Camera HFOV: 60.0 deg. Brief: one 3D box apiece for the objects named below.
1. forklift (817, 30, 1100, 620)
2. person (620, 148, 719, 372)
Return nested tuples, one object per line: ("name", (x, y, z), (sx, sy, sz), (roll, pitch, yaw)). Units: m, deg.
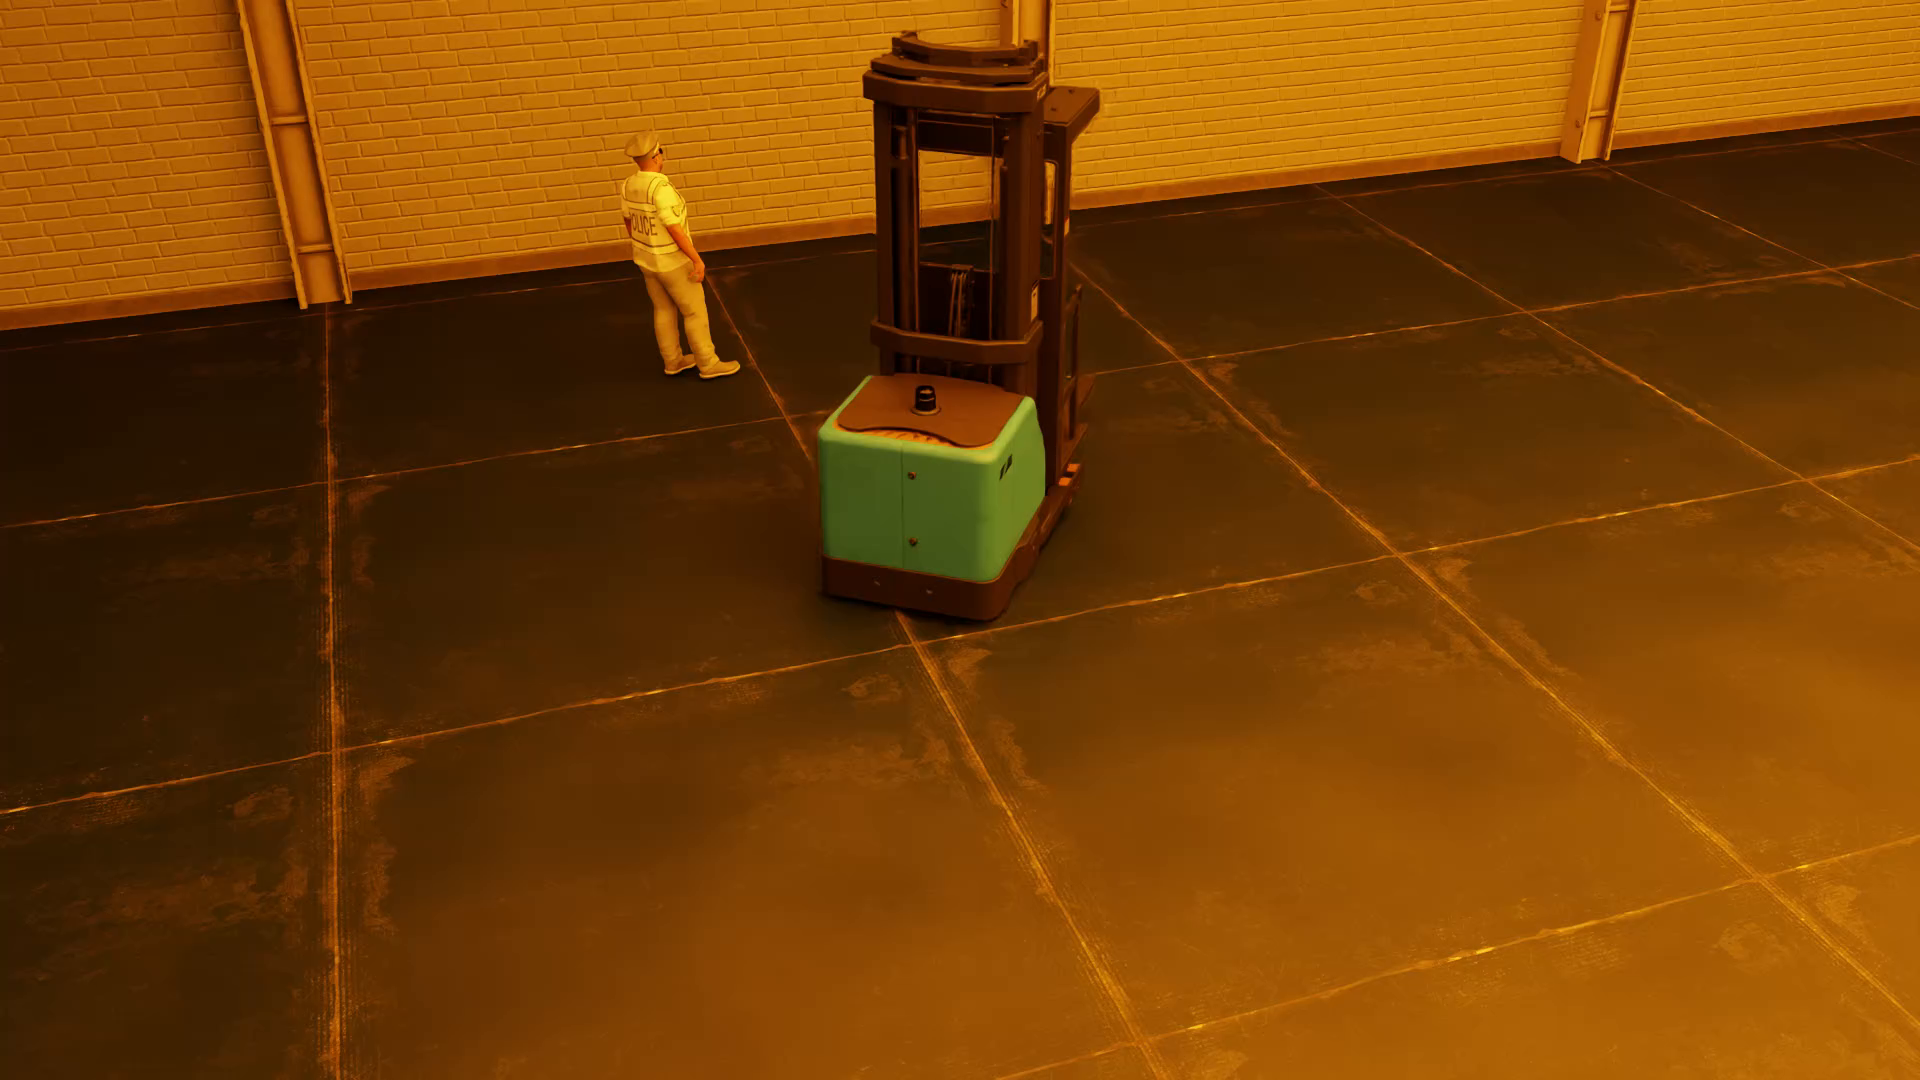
("forklift", (0.154, -1.552, 9.785), (1.130, 2.935, 3.031), (9, 31, 15))
("person", (-15961.717, -23636.082, 41087.807), (85289.915, 2.666, 52229.335), (23, 37, 34))
